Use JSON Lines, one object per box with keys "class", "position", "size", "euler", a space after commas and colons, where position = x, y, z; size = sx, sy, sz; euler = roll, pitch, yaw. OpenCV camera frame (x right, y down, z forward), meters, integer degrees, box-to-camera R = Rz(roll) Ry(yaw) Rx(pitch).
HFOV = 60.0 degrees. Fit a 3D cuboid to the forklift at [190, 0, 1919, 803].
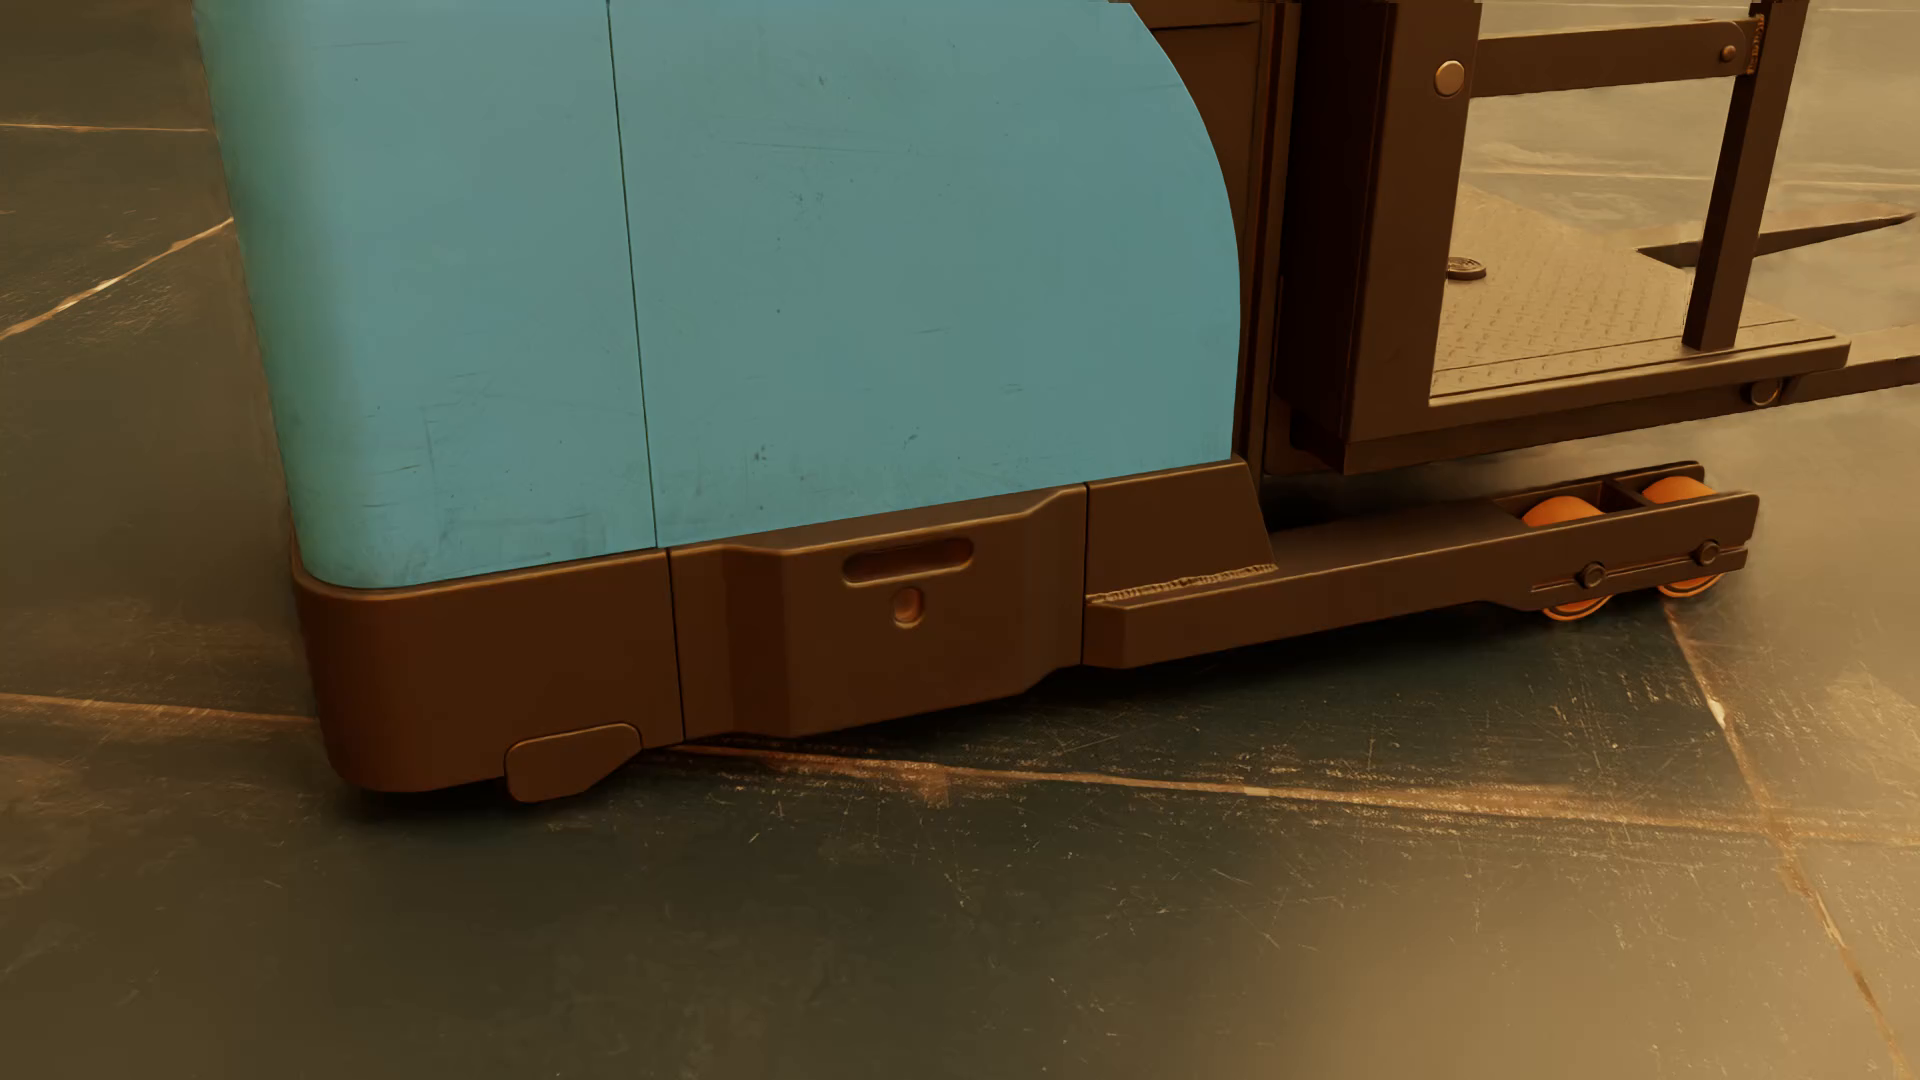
{"class": "forklift", "position": [0.574, -1.413, 2.049], "size": [3.031, 2.935, 1.130], "euler": [-9, 28, -18]}
